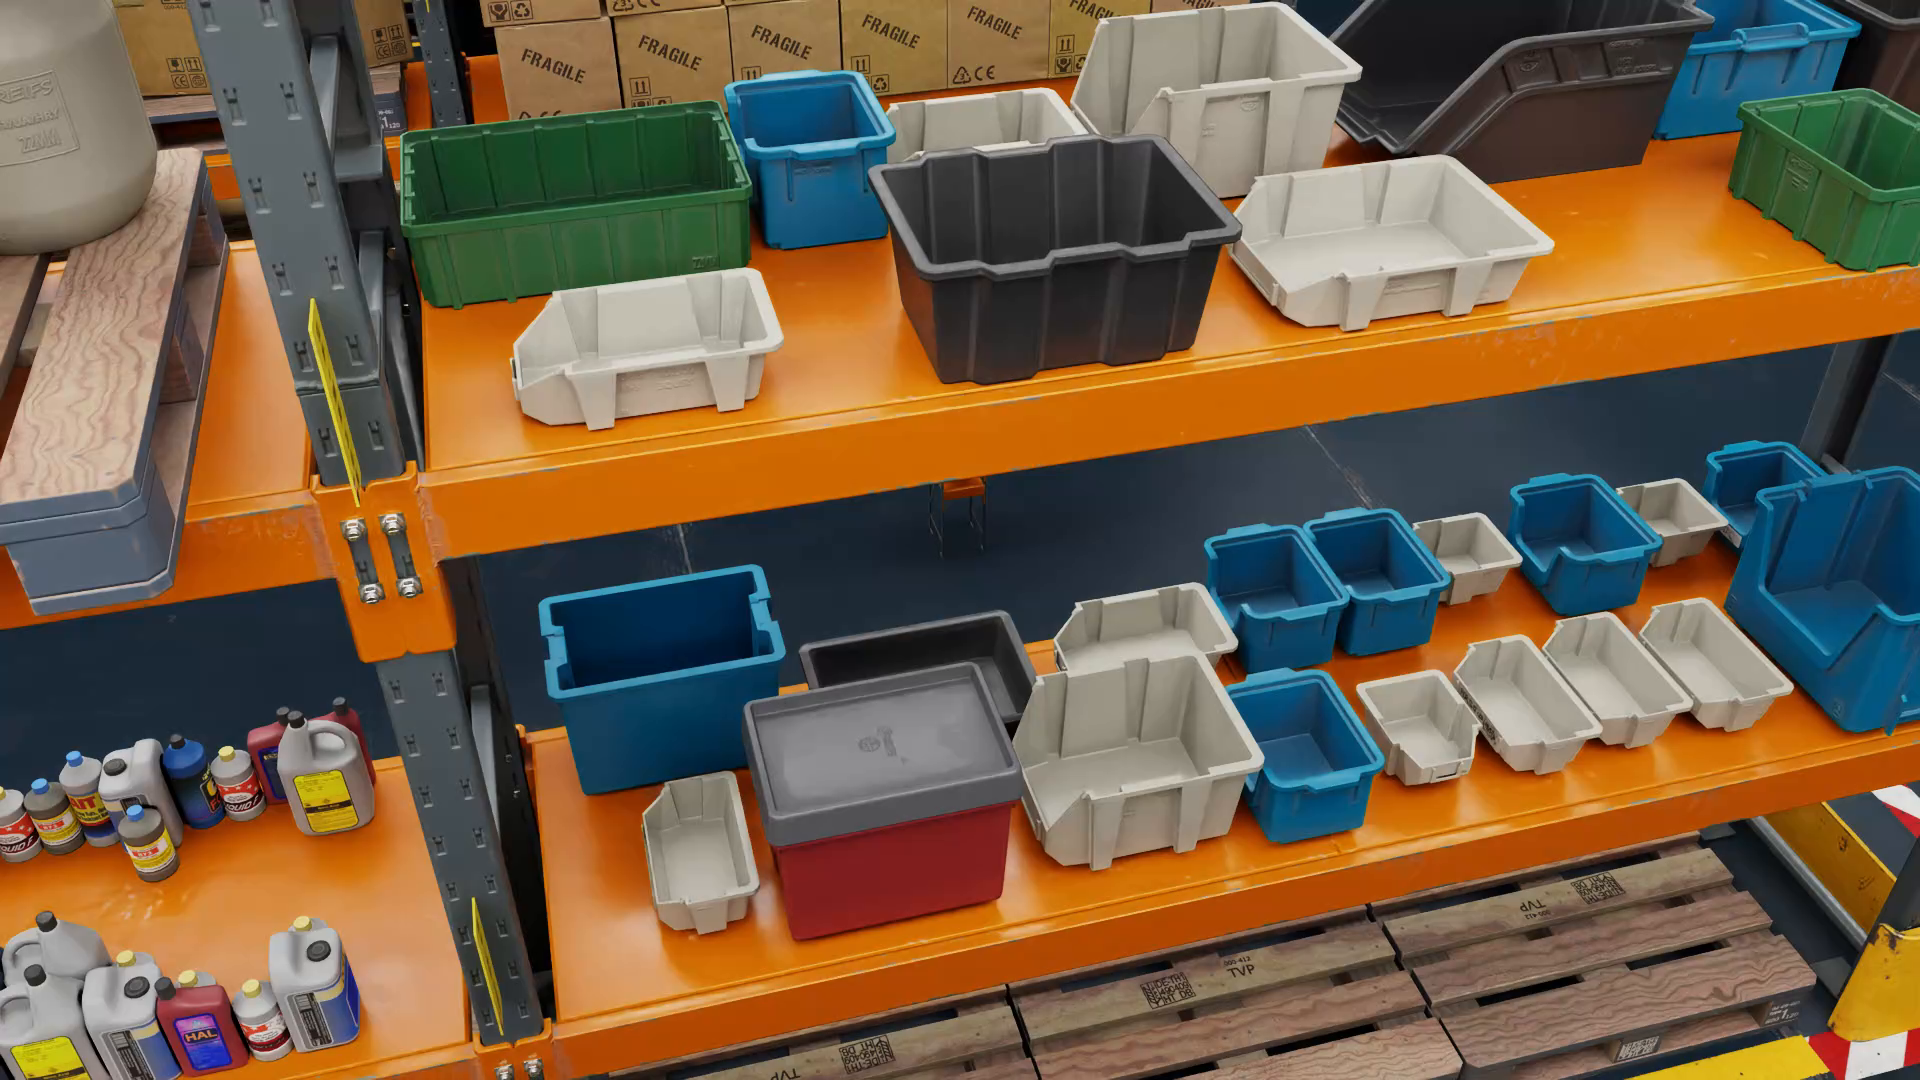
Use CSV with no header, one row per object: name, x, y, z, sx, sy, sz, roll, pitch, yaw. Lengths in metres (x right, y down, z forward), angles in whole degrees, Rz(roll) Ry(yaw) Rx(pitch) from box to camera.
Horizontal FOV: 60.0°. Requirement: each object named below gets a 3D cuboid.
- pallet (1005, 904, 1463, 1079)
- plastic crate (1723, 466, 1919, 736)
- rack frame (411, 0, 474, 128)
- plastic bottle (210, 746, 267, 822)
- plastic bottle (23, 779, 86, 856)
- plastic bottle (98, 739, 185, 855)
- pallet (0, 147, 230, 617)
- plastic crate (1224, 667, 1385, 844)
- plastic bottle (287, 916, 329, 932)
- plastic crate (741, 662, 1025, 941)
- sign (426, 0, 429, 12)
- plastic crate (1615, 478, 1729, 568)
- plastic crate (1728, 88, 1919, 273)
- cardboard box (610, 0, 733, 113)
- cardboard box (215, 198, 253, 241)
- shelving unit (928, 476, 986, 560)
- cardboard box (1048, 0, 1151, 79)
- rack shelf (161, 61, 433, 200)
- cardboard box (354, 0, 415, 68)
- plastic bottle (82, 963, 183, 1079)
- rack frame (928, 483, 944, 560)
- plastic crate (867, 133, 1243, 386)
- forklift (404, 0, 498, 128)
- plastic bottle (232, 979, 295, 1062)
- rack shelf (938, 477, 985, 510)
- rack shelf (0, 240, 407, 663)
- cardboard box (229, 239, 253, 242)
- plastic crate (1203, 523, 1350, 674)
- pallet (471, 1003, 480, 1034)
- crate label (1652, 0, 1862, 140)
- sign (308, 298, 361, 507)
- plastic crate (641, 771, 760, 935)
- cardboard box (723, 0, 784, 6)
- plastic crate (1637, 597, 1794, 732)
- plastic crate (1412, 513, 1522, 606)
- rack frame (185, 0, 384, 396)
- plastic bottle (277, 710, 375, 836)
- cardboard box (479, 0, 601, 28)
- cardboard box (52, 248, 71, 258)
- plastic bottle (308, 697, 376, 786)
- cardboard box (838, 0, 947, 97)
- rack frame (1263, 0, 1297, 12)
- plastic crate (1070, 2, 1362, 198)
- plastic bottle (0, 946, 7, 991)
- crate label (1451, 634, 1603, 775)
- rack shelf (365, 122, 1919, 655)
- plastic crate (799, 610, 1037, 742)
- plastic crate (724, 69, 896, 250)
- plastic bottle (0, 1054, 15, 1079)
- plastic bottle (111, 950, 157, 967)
pallet,0.771,1.436,5.199,1.213,0.211,1.003,-9,38,-12
plastic crate,2.478,0.154,4.501,0.499,0.435,0.616,-9,38,-12
rack frame,-2.397,-2.243,7.713,0.127,3.000,1.000,-9,38,-12
plastic bottle,-1.809,0.600,4.160,0.097,0.201,0.097,0,37,0
plastic bottle,-2.221,0.668,4.072,0.097,0.201,0.097,0,37,0
plastic bottle,-2.008,0.620,4.072,0.135,0.276,0.152,-9,38,-12
pallet,-1.840,-0.272,2.823,1.003,0.211,1.213,-9,38,-12
plastic crate,0.837,0.548,4.153,0.300,0.233,0.416,-9,38,-12
plastic bottle,-1.455,0.924,3.737,0.097,0.201,0.097,0,37,0
plastic crate,-0.181,0.620,3.869,0.583,0.464,0.402,-9,38,-12
sign,-2.248,-2.378,6.936,0.005,0.325,0.100,-9,38,-12
plastic crate,2.097,-0.041,5.003,0.298,0.136,0.250,-9,38,-12
plastic crate,1.875,-0.754,3.472,0.336,0.188,0.450,-9,38,-12
cardboard box,-1.340,-2.286,7.688,0.500,0.500,0.500,-9,38,-11
cardboard box,-3.439,-1.400,8.307,0.500,0.500,0.500,-9,38,-11
shelving unit,-0.014,-0.474,6.882,0.189,1.200,0.258,-9,38,-12
cardboard box,0.604,-2.601,8.099,0.500,0.500,0.500,-9,38,-12
rack shelf,-4.327,-1.640,7.517,4.000,0.370,1.077,-9,38,-12
cardboard box,-2.912,-2.505,7.629,0.500,0.500,0.700,-23,43,-27
plastic bottle,-1.758,1.022,3.547,0.135,0.276,0.152,-9,38,-12
rack frame,-0.102,-0.460,6.863,0.006,1.200,0.240,-9,38,-12
plastic crate,0.162,-0.512,3.089,0.590,0.269,0.497,-9,38,-12
forklift,-3.284,-3.586,9.526,3.031,2.935,1.130,-9,38,-11
plastic bottle,-1.510,1.029,3.600,0.097,0.201,0.097,0,37,0
rack shelf,-0.014,-0.248,7.055,0.180,0.103,0.258,-9,38,-12
rack shelf,-3.040,0.074,2.807,4.000,0.370,1.077,-9,38,-12
cardboard box,-3.278,-1.105,7.921,0.500,0.500,0.500,-9,38,-12
plastic crate,0.868,0.174,4.642,0.300,0.233,0.416,-9,38,-12
pallet,-1.865,1.869,4.634,1.213,0.211,1.003,-9,38,-12
crate label,1.778,-1.146,3.933,0.502,0.251,0.408,-9,38,-12
sign,-0.967,-0.209,2.578,0.005,0.325,0.100,-9,38,-12
plastic crate,-0.622,0.754,3.963,0.243,0.136,0.396,-9,38,-12
cardboard box,-0.874,-2.752,7.474,0.500,0.500,0.500,-10,39,-13
plastic crate,2.013,0.346,4.497,0.243,0.136,0.396,-9,38,-12
plastic crate,1.443,0.066,4.862,0.298,0.136,0.250,-9,38,-12
rack frame,-1.109,-1.719,2.091,0.127,3.000,1.000,-9,38,-12
plastic bottle,-1.572,0.555,4.096,0.185,0.351,0.144,-9,38,-12
cardboard box,-1.868,-2.589,7.261,0.500,0.500,0.500,-8,38,-11
cardboard box,-4.377,-1.551,7.886,0.500,0.250,0.500,-10,39,-13
plastic bottle,-1.574,0.517,4.201,0.133,0.283,0.061,-9,38,-12
cardboard box,-0.366,-2.446,7.896,0.500,0.500,0.500,-10,39,-13
rack frame,1.465,-2.876,8.541,0.127,3.000,1.000,-9,38,-12
plastic crate,0.533,-0.945,3.645,0.530,0.282,0.437,-9,38,-12
plastic bottle,-2.127,0.965,3.560,0.185,0.351,0.144,-9,38,-12
crate label,1.467,0.442,4.371,0.243,0.136,0.396,-9,38,-12
rack shelf,0.822,-0.559,3.635,4.000,0.370,1.077,-9,38,-12
plastic crate,-0.098,0.414,4.417,0.590,0.125,0.437,-9,38,-12
plastic crate,-0.313,-0.793,3.487,0.300,0.233,0.416,-9,38,-12
plastic bottle,-2.089,1.050,3.450,0.185,0.351,0.144,-9,38,-12
plastic bottle,-1.808,0.982,3.661,0.097,0.201,0.097,0,37,0
